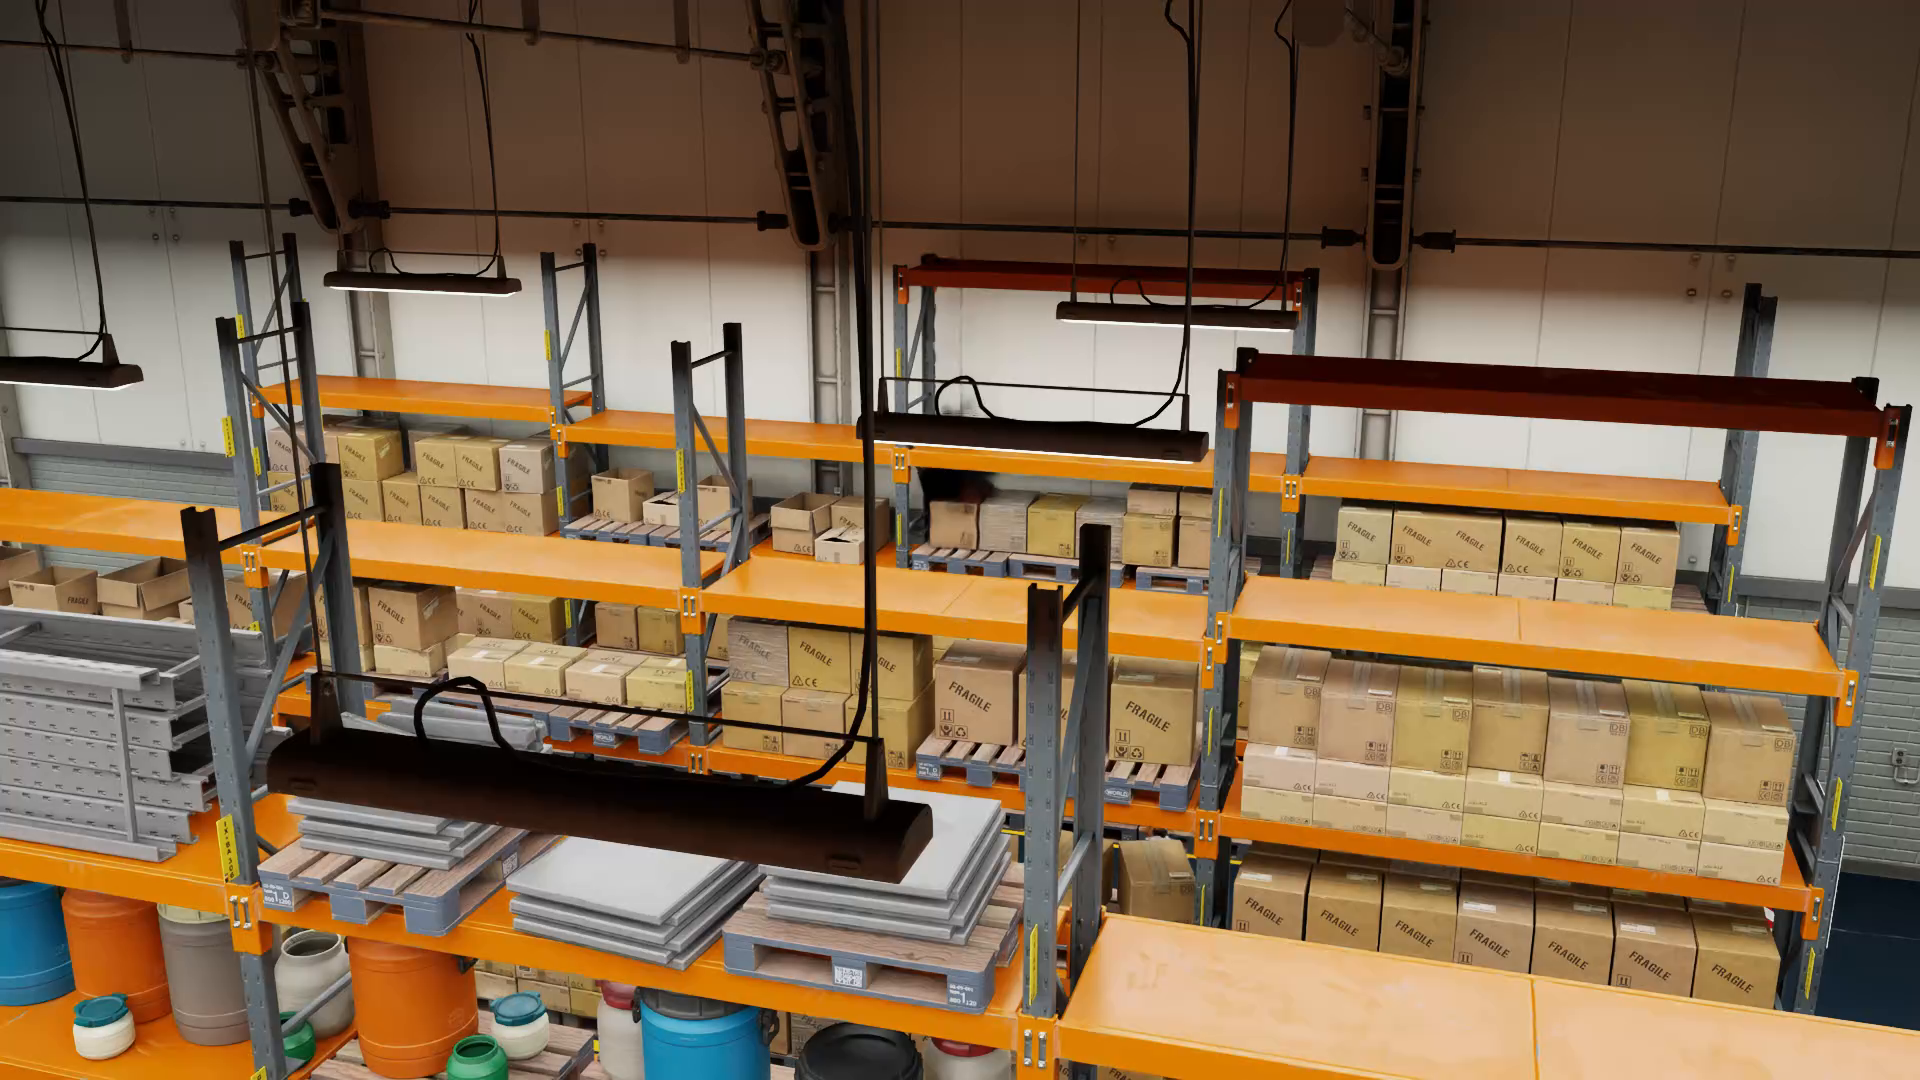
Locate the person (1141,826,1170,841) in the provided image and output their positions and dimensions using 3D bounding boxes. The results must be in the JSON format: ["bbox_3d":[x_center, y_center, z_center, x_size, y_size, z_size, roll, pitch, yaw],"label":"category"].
[{"bbox_3d":[1.774,3.168,14.726,0.914,1.701,0.624,6,17,19],"label":"person"}]
